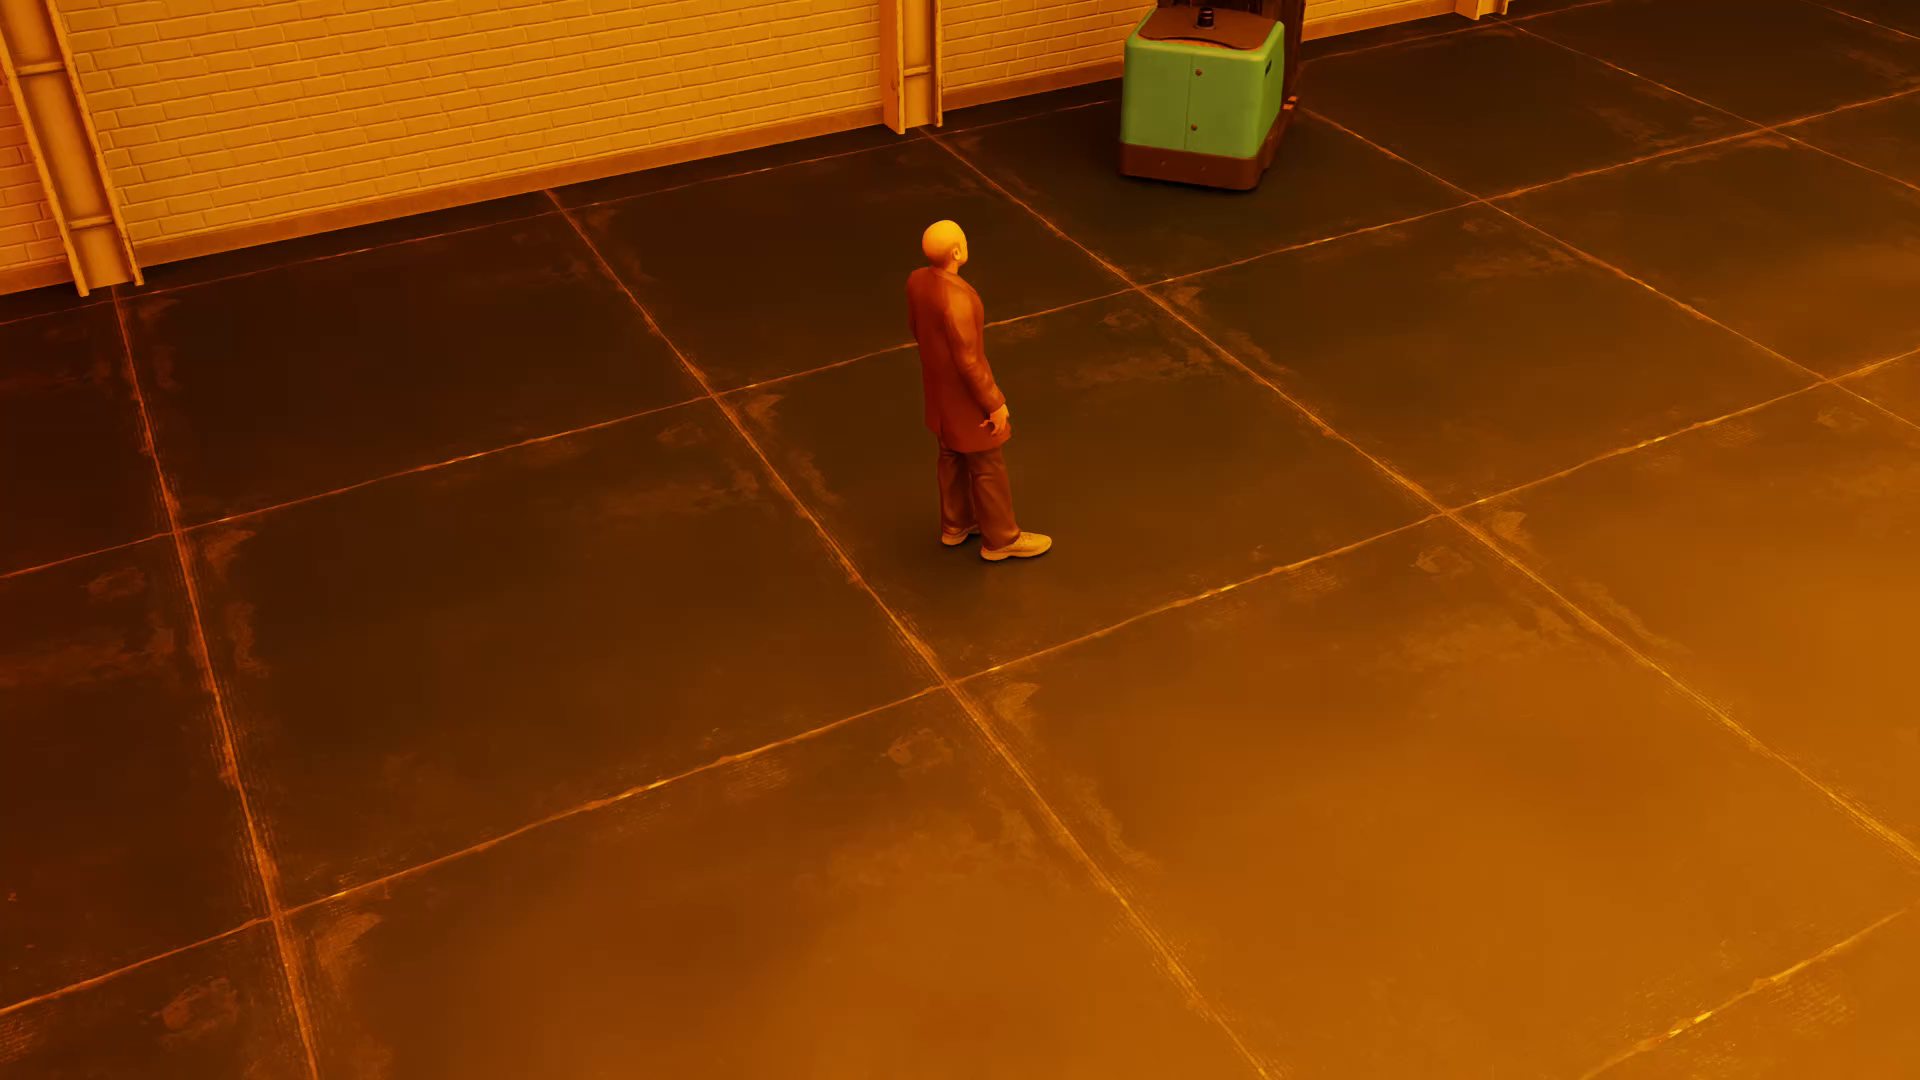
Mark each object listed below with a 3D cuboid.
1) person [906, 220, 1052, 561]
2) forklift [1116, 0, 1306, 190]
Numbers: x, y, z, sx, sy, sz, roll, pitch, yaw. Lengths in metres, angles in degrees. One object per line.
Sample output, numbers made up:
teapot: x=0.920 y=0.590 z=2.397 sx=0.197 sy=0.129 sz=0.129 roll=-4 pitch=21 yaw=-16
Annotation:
person: x=0.082 y=-0.754 z=8.176 sx=0.582 sy=1.776 sz=0.696 roll=-17 pitch=39 yaw=-23
forklift: x=2.132 y=-4.601 z=12.632 sx=1.130 sy=2.935 sz=3.031 roll=11 pitch=37 yaw=16
